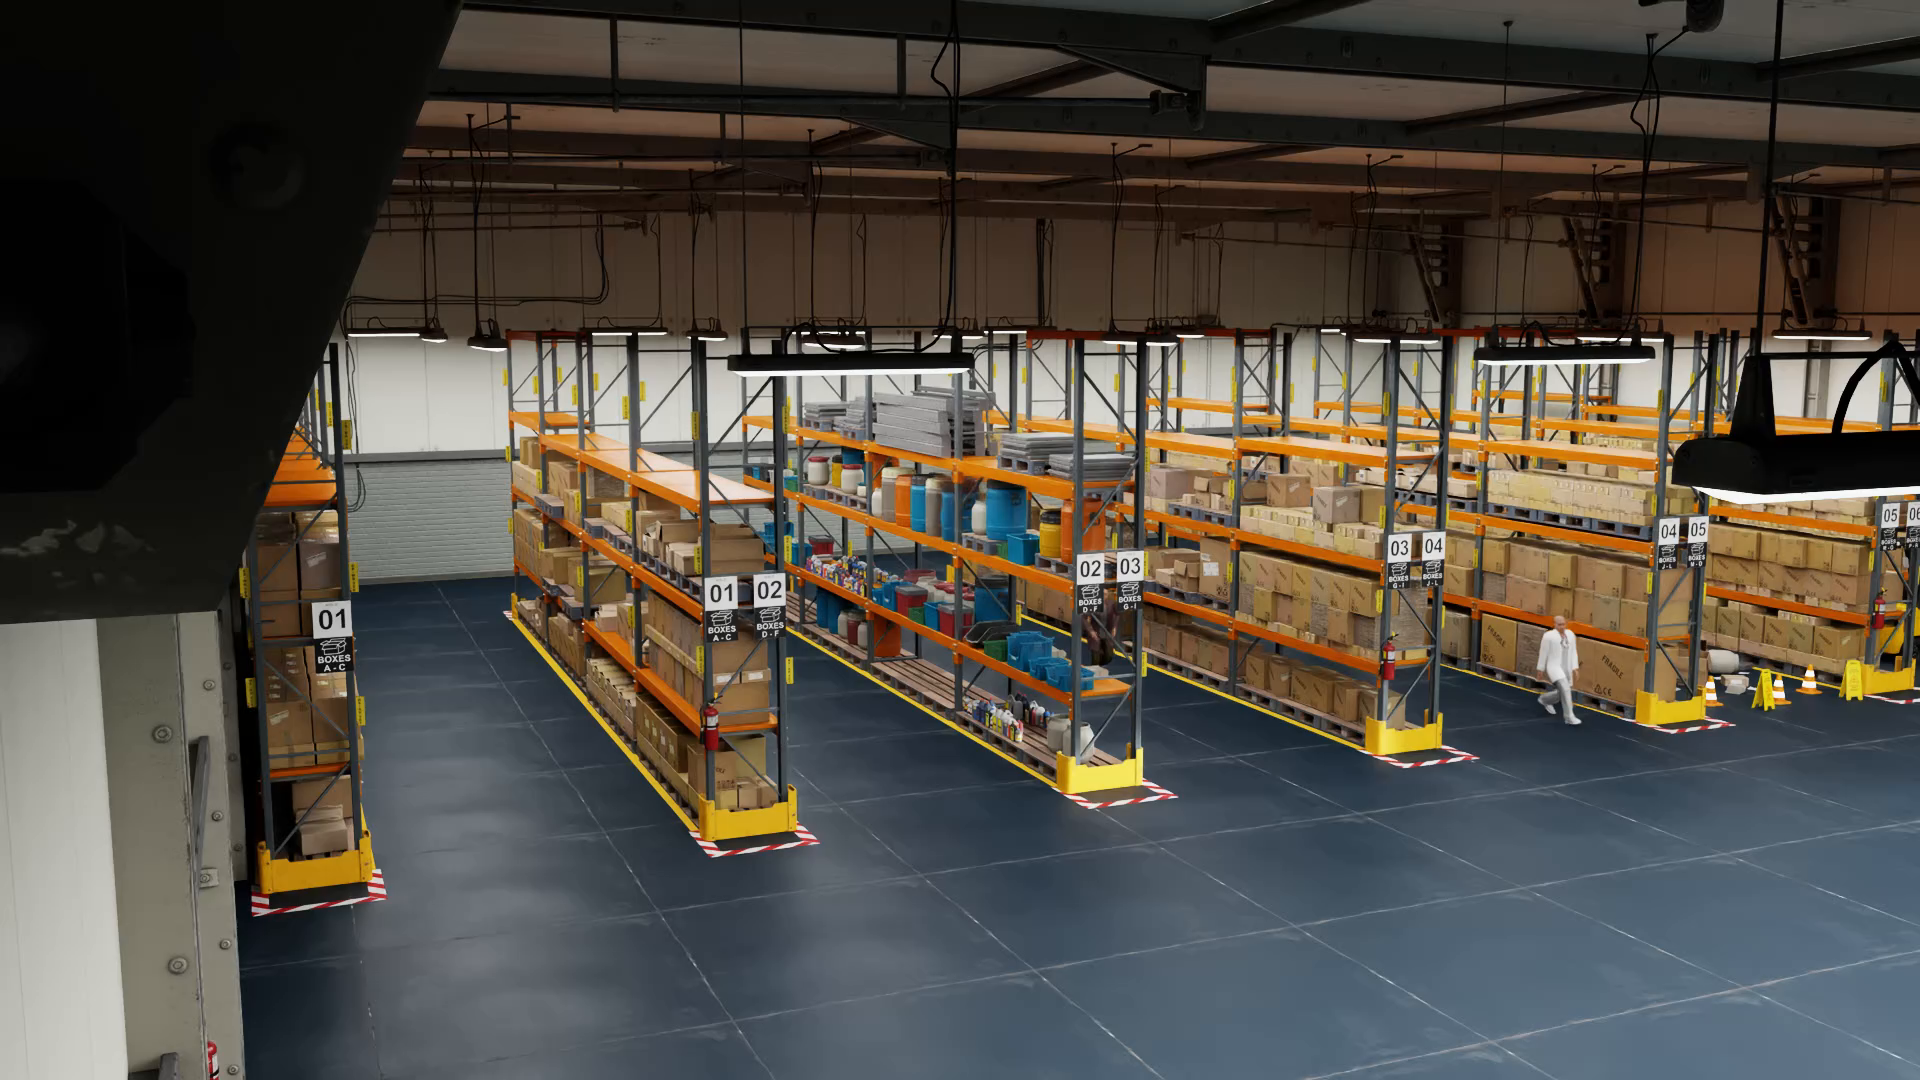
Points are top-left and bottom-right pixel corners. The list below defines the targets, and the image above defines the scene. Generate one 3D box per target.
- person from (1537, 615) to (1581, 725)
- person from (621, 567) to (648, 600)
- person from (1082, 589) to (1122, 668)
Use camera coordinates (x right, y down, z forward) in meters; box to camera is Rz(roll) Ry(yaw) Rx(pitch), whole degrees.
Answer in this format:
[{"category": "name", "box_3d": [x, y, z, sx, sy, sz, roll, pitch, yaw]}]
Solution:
[{"category": "person", "box_3d": [9.354, 1.990, 25.934, 0.574, 1.661, 1.124, -2, 8, -17]}, {"category": "person", "box_3d": [-7.266, 0.538, 36.598, 0.979, 1.594, 0.403, -3, 8, -18]}, {"category": "person", "box_3d": [2.415, 1.627, 28.563, 0.754, 1.689, 0.615, -2, 8, -15]}]
